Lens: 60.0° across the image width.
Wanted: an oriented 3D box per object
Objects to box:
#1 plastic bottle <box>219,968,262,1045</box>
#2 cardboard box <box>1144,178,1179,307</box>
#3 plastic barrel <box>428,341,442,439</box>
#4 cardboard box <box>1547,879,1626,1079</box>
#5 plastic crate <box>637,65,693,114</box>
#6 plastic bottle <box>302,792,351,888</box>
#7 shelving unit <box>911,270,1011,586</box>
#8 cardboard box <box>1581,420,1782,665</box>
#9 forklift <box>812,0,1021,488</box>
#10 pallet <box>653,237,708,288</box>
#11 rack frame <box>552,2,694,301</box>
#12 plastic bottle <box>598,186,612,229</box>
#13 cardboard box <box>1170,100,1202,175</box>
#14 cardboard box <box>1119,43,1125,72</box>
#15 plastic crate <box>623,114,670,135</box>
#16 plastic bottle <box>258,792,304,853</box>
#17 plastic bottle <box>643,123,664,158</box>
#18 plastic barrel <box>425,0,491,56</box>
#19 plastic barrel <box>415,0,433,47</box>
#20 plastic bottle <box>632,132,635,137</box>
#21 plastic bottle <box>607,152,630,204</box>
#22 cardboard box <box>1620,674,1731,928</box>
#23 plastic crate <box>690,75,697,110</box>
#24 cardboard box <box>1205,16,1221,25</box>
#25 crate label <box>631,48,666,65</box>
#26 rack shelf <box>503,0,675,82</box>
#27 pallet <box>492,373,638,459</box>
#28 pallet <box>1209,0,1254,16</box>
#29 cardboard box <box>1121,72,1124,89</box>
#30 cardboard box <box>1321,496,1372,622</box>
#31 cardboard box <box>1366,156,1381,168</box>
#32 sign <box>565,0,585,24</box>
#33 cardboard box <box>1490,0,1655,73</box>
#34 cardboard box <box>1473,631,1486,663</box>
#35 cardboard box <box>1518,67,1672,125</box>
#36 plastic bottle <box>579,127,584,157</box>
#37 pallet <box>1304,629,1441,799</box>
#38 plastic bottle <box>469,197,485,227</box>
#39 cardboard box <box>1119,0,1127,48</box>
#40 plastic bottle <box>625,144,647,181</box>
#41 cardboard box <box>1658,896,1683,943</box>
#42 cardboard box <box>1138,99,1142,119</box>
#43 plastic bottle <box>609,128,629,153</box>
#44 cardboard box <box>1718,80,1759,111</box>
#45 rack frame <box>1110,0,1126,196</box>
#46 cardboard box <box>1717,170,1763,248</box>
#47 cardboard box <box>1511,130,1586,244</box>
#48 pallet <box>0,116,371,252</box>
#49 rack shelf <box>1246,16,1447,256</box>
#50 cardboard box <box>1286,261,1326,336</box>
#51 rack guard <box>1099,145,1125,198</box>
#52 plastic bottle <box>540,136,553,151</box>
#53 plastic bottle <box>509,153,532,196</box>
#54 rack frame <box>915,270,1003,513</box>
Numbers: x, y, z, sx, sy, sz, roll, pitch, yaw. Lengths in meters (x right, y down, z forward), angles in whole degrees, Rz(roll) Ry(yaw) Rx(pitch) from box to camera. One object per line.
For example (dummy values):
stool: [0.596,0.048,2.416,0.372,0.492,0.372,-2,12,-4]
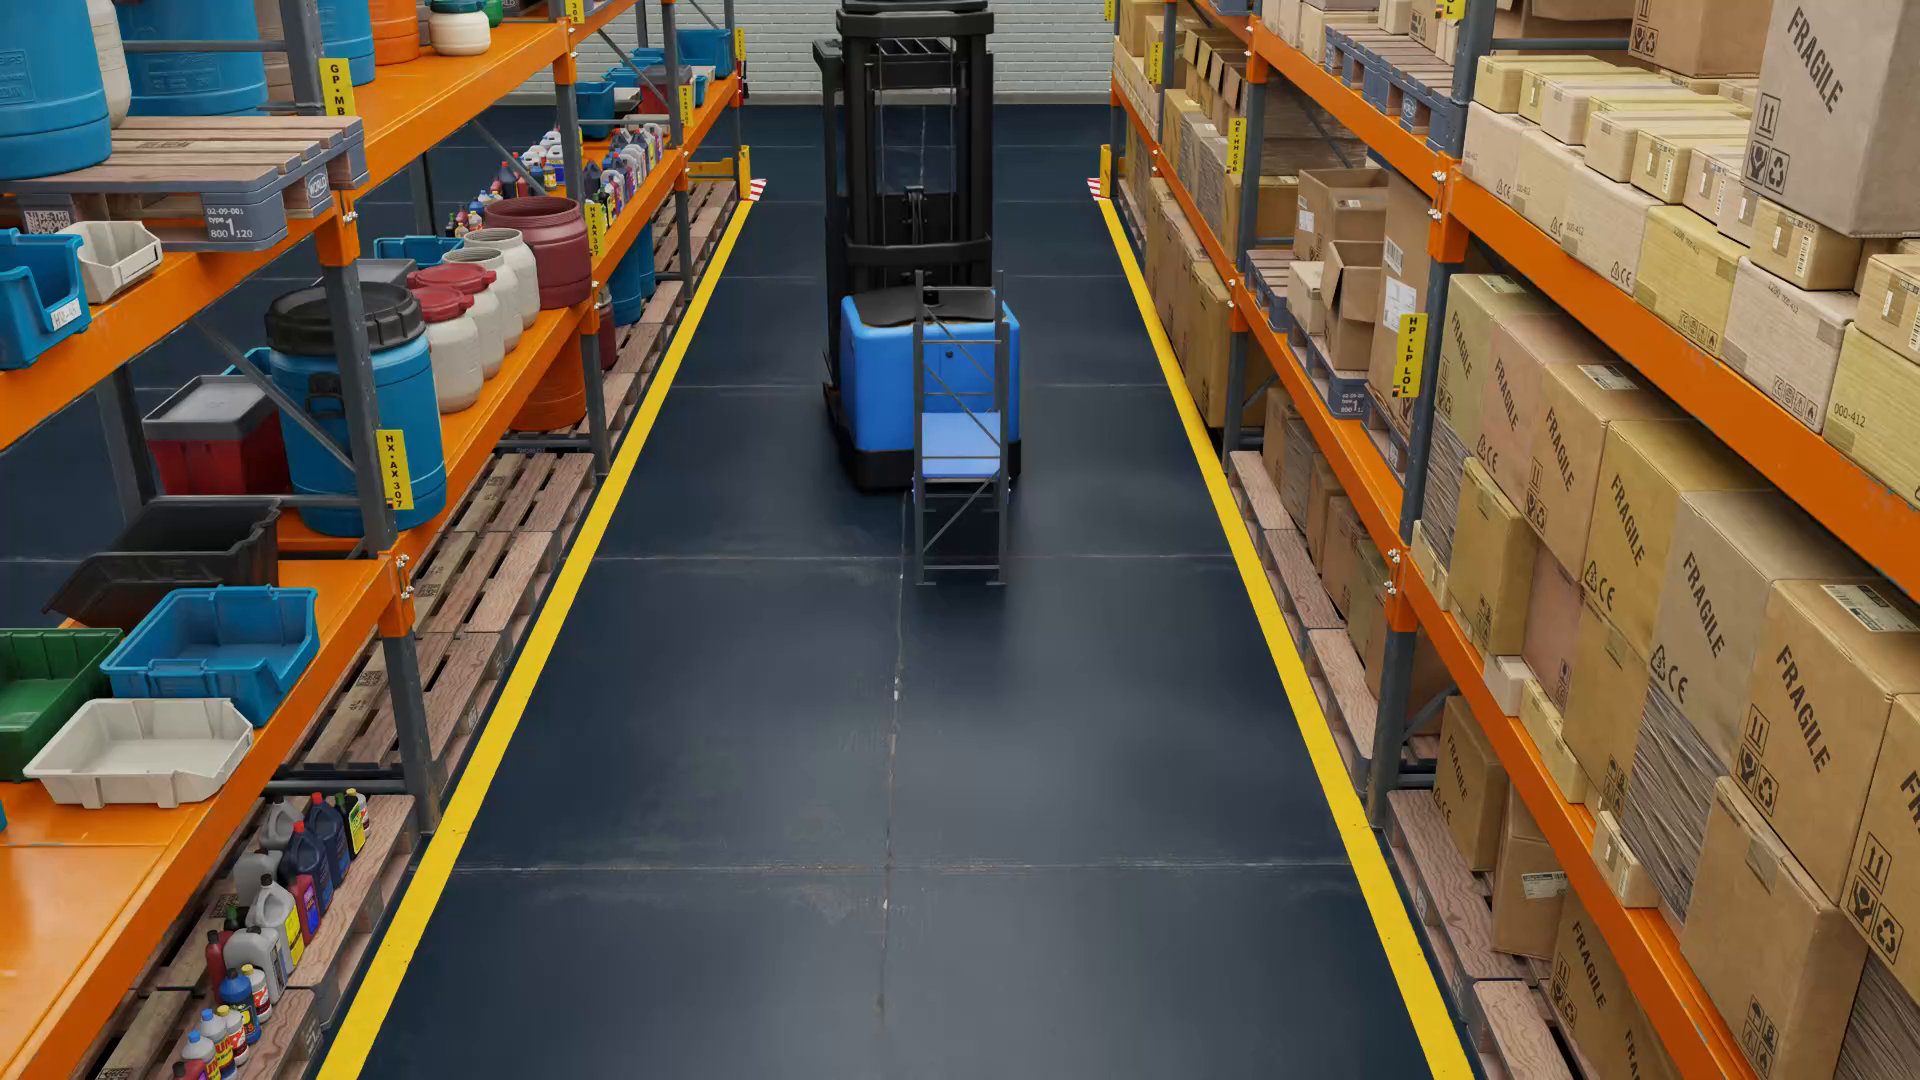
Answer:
plastic bottle: [-2.385,1.533,5.498,0.097,0.271,0.097,0,24,0]
cardboard box: [2.179,-2.422,13.534,1.225,0.875,0.875,0,24,0]
plastic barrel: [-2.504,-0.601,7.274,0.433,0.535,0.433,0,24,0]
cardboard box: [2.303,1.438,5.454,0.500,0.500,0.500,-2,24,-5]
plastic crate: [-2.559,-3.866,14.507,0.402,0.464,0.583,0,24,-1]
plastic bottle: [-2.418,1.127,6.299,0.144,0.351,0.185,-1,24,-2]
shelving unit: [0.001,-0.648,9.363,0.538,1.500,1.048,0,24,-1]
cardboard box: [2.019,0.002,4.410,0.500,0.500,0.500,0,24,-1]
forklift: [-0.372,-2.237,11.140,1.130,2.935,3.031,-4,25,-9]
pallet: [-2.847,-2.472,14.961,1.003,0.211,1.213,0,24,-1]
rack frame: [-2.800,-3.440,13.716,1.000,3.000,0.127,0,24,-1]
plastic bottle: [-2.402,-2.260,11.248,0.061,0.283,0.133,0,24,-1]
cardboard box: [1.914,-3.110,12.865,0.500,0.500,0.500,0,24,0]
cardboard box: [1.856,-4.765,16.466,0.500,0.250,0.500,-1,24,-1]
plastic crate: [-2.663,-3.540,14.184,0.396,0.136,0.243,0,24,-1]
plastic bottle: [-2.562,1.128,6.298,0.144,0.351,0.185,0,24,-1]
plastic bottle: [-2.473,-3.223,13.386,0.152,0.276,0.135,0,24,-1]
plastic barrel: [-2.509,-2.573,8.326,0.301,0.262,0.301,0,24,0]
plastic barrel: [-2.965,-3.048,8.600,0.600,0.901,0.600,0,24,0]
plastic bottle: [-2.597,-3.181,13.383,0.097,0.201,0.097,0,24,0]
plastic bottle: [-2.451,-2.587,11.889,0.144,0.351,0.185,0,24,-1]
cardboard box: [2.217,0.663,4.162,0.875,0.500,0.500,0,24,-1]
plastic crate: [-2.633,-4.044,15.122,0.437,0.282,0.530,0,24,-1]
cardboard box: [2.405,-4.273,14.468,0.500,0.500,0.500,0,24,-1]
crate label: [-3.171,-4.936,17.155,0.416,0.233,0.303,0,24,-1]
rack shelf: [-2.779,-3.655,11.424,1.077,0.370,4.000,0,24,-1]
pallet: [-2.807,-0.846,11.365,1.003,0.211,1.213,0,24,-1]
pallet: [2.136,-3.360,10.128,1.213,0.211,1.003,1,24,2]
cardboard box: [1.794,-4.530,16.431,0.380,0.149,0.250,-1,24,-1]
cardboard box: [2.261,0.092,8.406,0.700,0.500,0.500,-2,24,-5]
cardboard box: [2.455,-2.274,11.016,0.500,0.500,0.500,-1,24,-2]
sign: [-2.207,-3.116,9.487,0.100,0.325,0.005,0,24,-1]
cardboard box: [2.333,-1.965,6.180,0.797,0.503,0.637,-1,24,-3]
cardboard box: [1.973,0.347,5.647,0.380,0.149,0.250,0,24,-1]
cardboard box: [2.006,-1.401,5.266,0.380,0.149,0.250,-1,24,-3]
plastic bottle: [-3.120,-3.255,13.366,0.144,0.351,0.185,0,24,-1]
pallet: [2.230,0.784,7.761,1.003,0.211,1.213,0,24,-1]
plastic bottle: [-3.175,-2.121,10.956,0.097,0.271,0.097,0,24,0]
cardboard box: [1.849,-5.115,16.330,0.500,0.500,0.500,-1,24,-2]
plastic bottle: [-2.463,-2.864,12.594,0.152,0.276,0.135,0,24,-1]
cardboard box: [2.044,0.965,4.281,0.380,0.149,0.250,0,24,-1]
cardboard box: [1.810,-3.896,15.030,0.380,0.149,0.250,0,24,0]
plastic bottle: [-2.605,-2.964,12.723,0.144,0.351,0.185,0,24,-1]
cardboard box: [2.533,-1.300,5.042,0.380,0.149,0.250,-1,24,-3]
rack frame: [2.109,-5.111,17.410,1.000,3.000,0.127,0,24,-1]
cardboard box: [2.005,-0.760,3.849,0.380,0.149,0.250,-1,24,-3]
cardboard box: [1.999,-1.060,4.995,0.500,0.250,0.500,0,24,-1]
pallet: [-2.608,-1.128,5.192,1.213,0.211,1.003,0,24,-1]
rack shelf: [2.218,-2.029,7.829,1.077,0.370,4.000,0,24,-1]
cardboard box: [1.984,-1.246,8.536,0.500,0.250,0.500,-1,24,-2]
rack guard: [2.108,-3.982,17.947,1.175,0.500,0.348,0,24,-1]
plastic bottle: [-3.198,-2.990,12.878,0.097,0.271,0.097,0,24,0]
plastic bottle: [-3.164,-2.602,11.923,0.144,0.351,0.185,0,24,-1]
rack frame: [-0.005,-0.858,9.826,0.500,1.500,0.032,0,24,-1]
